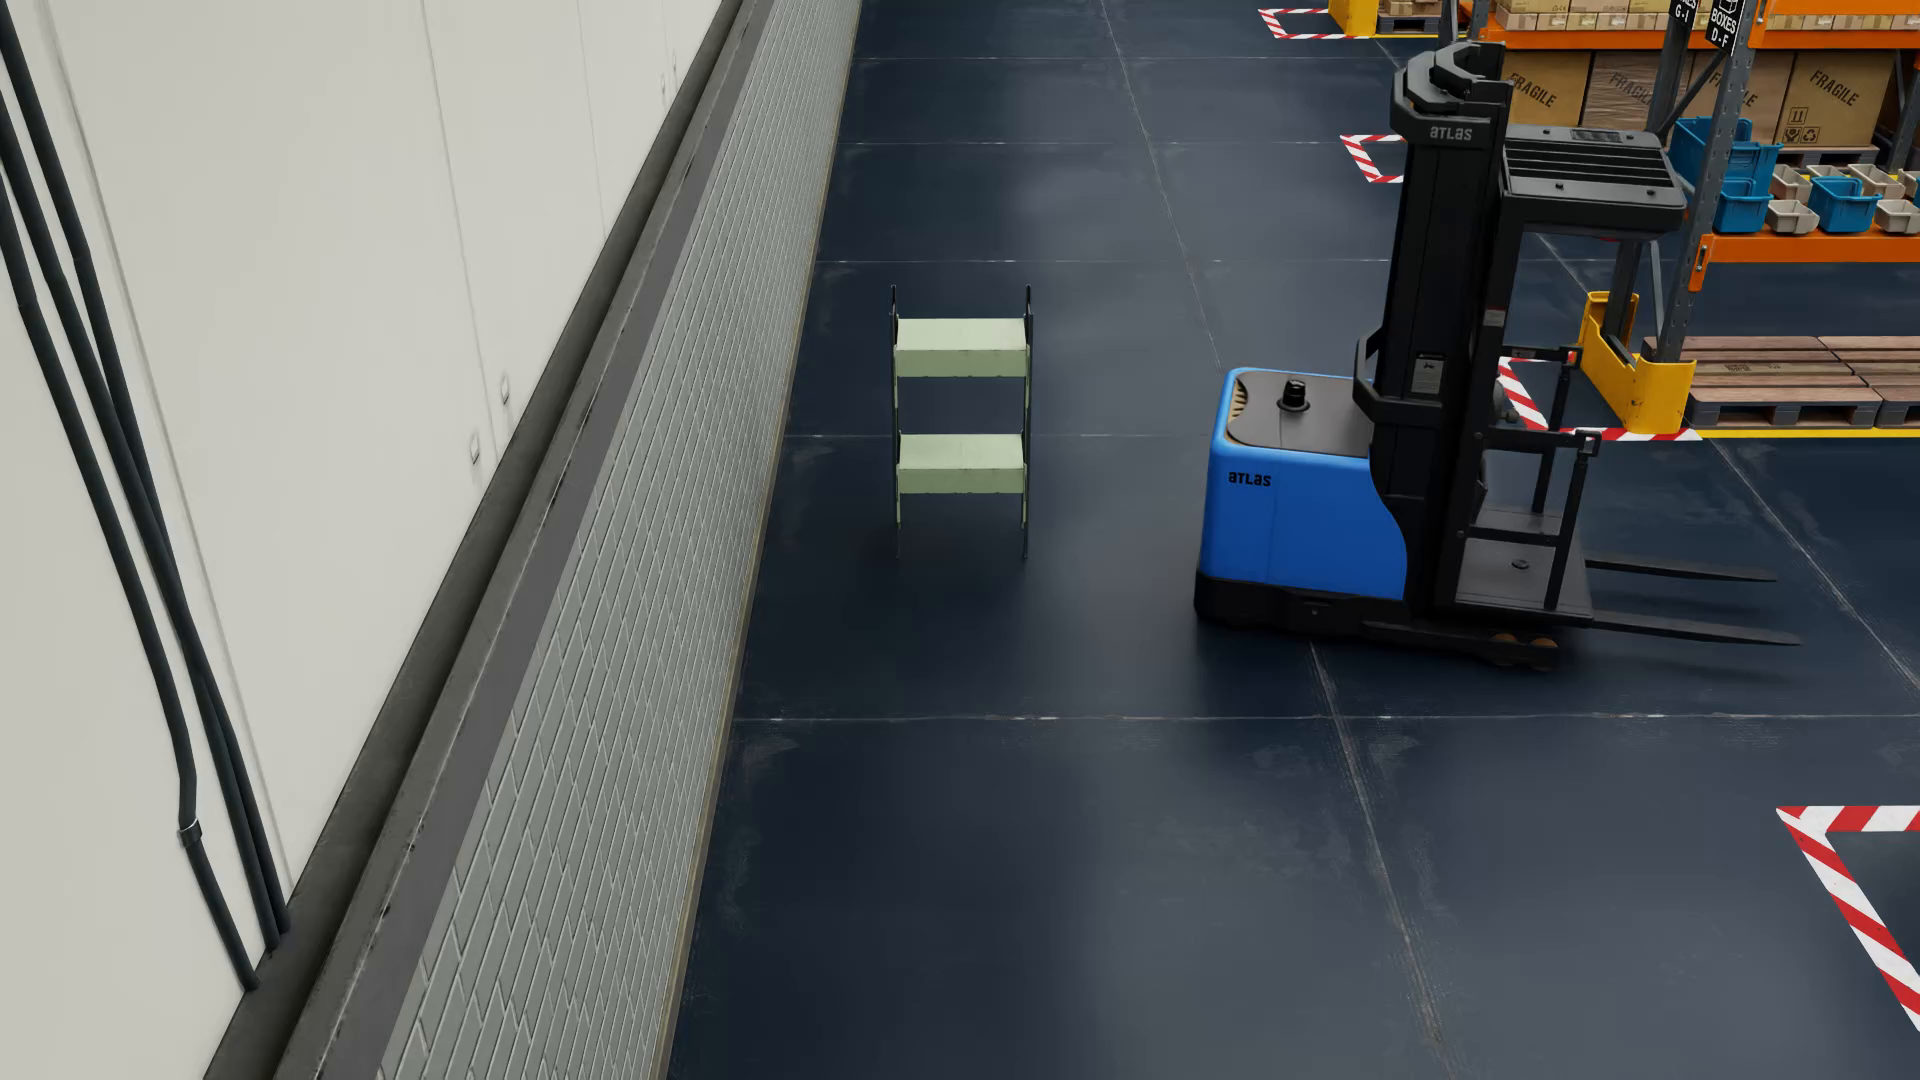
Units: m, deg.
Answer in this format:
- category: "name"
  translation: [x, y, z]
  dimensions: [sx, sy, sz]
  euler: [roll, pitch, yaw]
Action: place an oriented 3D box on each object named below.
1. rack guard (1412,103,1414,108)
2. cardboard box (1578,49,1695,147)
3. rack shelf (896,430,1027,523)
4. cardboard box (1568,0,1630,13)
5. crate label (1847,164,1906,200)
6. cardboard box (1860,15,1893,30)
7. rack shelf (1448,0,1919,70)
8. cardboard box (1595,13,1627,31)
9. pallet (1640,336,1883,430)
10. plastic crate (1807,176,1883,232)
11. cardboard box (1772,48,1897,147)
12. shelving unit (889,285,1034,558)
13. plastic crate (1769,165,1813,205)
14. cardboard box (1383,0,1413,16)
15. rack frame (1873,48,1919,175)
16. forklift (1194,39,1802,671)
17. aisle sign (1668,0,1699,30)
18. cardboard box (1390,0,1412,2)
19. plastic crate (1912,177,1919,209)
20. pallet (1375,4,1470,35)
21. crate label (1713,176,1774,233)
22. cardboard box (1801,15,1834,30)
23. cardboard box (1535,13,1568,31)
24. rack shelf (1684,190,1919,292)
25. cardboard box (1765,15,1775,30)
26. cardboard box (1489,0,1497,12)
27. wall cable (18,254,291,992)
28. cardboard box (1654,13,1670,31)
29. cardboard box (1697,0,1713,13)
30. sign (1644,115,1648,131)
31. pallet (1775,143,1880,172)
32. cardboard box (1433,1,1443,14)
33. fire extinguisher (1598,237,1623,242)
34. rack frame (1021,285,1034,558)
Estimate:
- category: "rack guard"
  translation: [4.472, -3.777, 15.383]
  dimensions: [0.348, 0.500, 1.175]
  euler: [0, 31, 0]
- category: "cardboard box"
  translation: [6.045, -4.164, 15.253]
  dimensions: [0.875, 0.875, 0.875]
  euler: [0, 31, 0]
- category: "rack shelf"
  translation: [0.007, -0.363, 9.419]
  dimensions: [0.720, 0.370, 0.431]
  euler: [0, 31, 0]
- category: "cardboard box"
  translation: [5.497, -4.776, 14.476]
  dimensions: [0.500, 0.250, 0.500]
  euler: [-1, 31, -1]
- category: "crate label"
  translation: [5.909, -2.293, 10.723]
  dimensions: [0.243, 0.136, 0.396]
  euler: [0, 31, 0]
- category: "cardboard box"
  translation: [7.935, -4.579, 14.537]
  dimensions: [0.250, 0.149, 0.380]
  euler: [0, 31, 1]
- category: "rack shelf"
  translation: [6.496, -4.545, 14.931]
  dimensions: [4.000, 0.370, 1.077]
  euler: [0, 31, 0]
- category: "cardboard box"
  translation: [5.626, -4.573, 14.526]
  dimensions: [0.250, 0.149, 0.380]
  euler: [-1, 31, -1]
- category: "pallet"
  translation: [5.351, -1.067, 11.195]
  dimensions: [1.213, 0.211, 1.003]
  euler: [0, 31, 0]
- category: "plastic crate"
  translation: [5.433, -2.063, 10.251]
  dimensions: [0.300, 0.233, 0.416]
  euler: [0, 31, 0]
- category: "cardboard box"
  translation: [7.835, -4.169, 15.262]
  dimensions: [0.875, 0.875, 0.875]
  euler: [0, 31, 0]
- category: "shelving unit"
  translation: [0.007, -0.641, 9.250]
  dimensions: [0.755, 1.500, 0.431]
  euler: [0, 31, 0]
- category: "plastic crate"
  translation: [5.340, -2.286, 10.712]
  dimensions: [0.243, 0.136, 0.396]
  euler: [0, 31, 0]
- category: "cardboard box"
  translation: [5.093, -6.215, 19.335]
  dimensions: [0.250, 0.149, 0.380]
  euler: [0, 31, 1]
- category: "rack frame"
  translation: [8.496, -4.859, 14.755]
  dimensions: [0.127, 3.000, 1.000]
  euler: [0, 31, 0]
- category: "forklift"
  translation: [2.826, -0.885, 8.272]
  dimensions: [3.031, 2.935, 1.130]
  euler: [7, 32, 11]
- category: "aisle sign"
  translation: [4.452, -3.540, 10.076]
  dimensions: [0.004, 0.787, 0.394]
  euler: [0, 31, 0]
- category: "cardboard box"
  translation: [5.093, -6.375, 19.312]
  dimensions: [0.250, 0.149, 0.380]
  euler: [1, 31, 2]
- category: "plastic crate"
  translation: [6.091, -2.065, 10.255]
  dimensions: [0.300, 0.233, 0.416]
  euler: [0, 31, 0]
- category: "pallet"
  translation: [5.456, -6.211, 19.673]
  dimensions: [1.213, 0.211, 1.003]
  euler: [0, 31, 0]
- category: "crate label"
  translation: [4.775, -2.061, 10.248]
  dimensions: [0.303, 0.233, 0.416]
  euler: [0, 31, 0]
- category: "cardboard box"
  translation: [7.422, -4.578, 14.535]
  dimensions: [0.250, 0.149, 0.380]
  euler: [0, 31, 1]
- category: "cardboard box"
  translation: [5.110, -4.570, 14.522]
  dimensions: [0.250, 0.149, 0.380]
  euler: [-1, 31, -1]
- category: "rack shelf"
  translation: [6.526, -1.976, 10.697]
  dimensions: [4.000, 0.370, 1.077]
  euler: [0, 31, 0]
- category: "cardboard box"
  translation: [6.908, -4.576, 14.532]
  dimensions: [0.250, 0.149, 0.380]
  euler: [-1, 31, -1]
- category: "cardboard box"
  translation: [4.850, -4.911, 15.083]
  dimensions: [0.250, 0.149, 0.380]
  euler: [0, 31, 1]
- category: "wall cable"
  translation: [-1.072, 1.457, 1.556]
  dimensions: [0.112, 2.526, 3.097]
  euler: [0, 31, 0]
- category: "cardboard box"
  translation: [6.139, -4.574, 14.528]
  dimensions: [0.250, 0.149, 0.380]
  euler: [0, 31, -1]
- category: "cardboard box"
  translation: [6.522, -4.780, 14.483]
  dimensions: [0.500, 0.250, 0.500]
  euler: [-1, 31, -1]
- category: "sign"
  translation: [4.506, -2.632, 10.928]
  dimensions: [0.005, 0.325, 0.100]
  euler: [0, 31, 0]
- category: "pallet"
  translation: [7.735, -3.705, 15.541]
  dimensions: [1.213, 0.211, 1.003]
  euler: [0, 31, 0]
- category: "cardboard box"
  translation: [5.603, -6.263, 19.414]
  dimensions: [0.250, 0.149, 0.380]
  euler: [0, 31, 0]
- category: "fire extinguisher"
  translation: [4.372, -2.320, 11.005]
  dimensions: [0.183, 0.674, 0.296]
  euler: [0, 31, 0]
- category: "rack frame"
  translation: [0.373, -0.642, 9.252]
  dimensions: [0.023, 1.500, 0.400]
  euler: [0, 31, 0]
